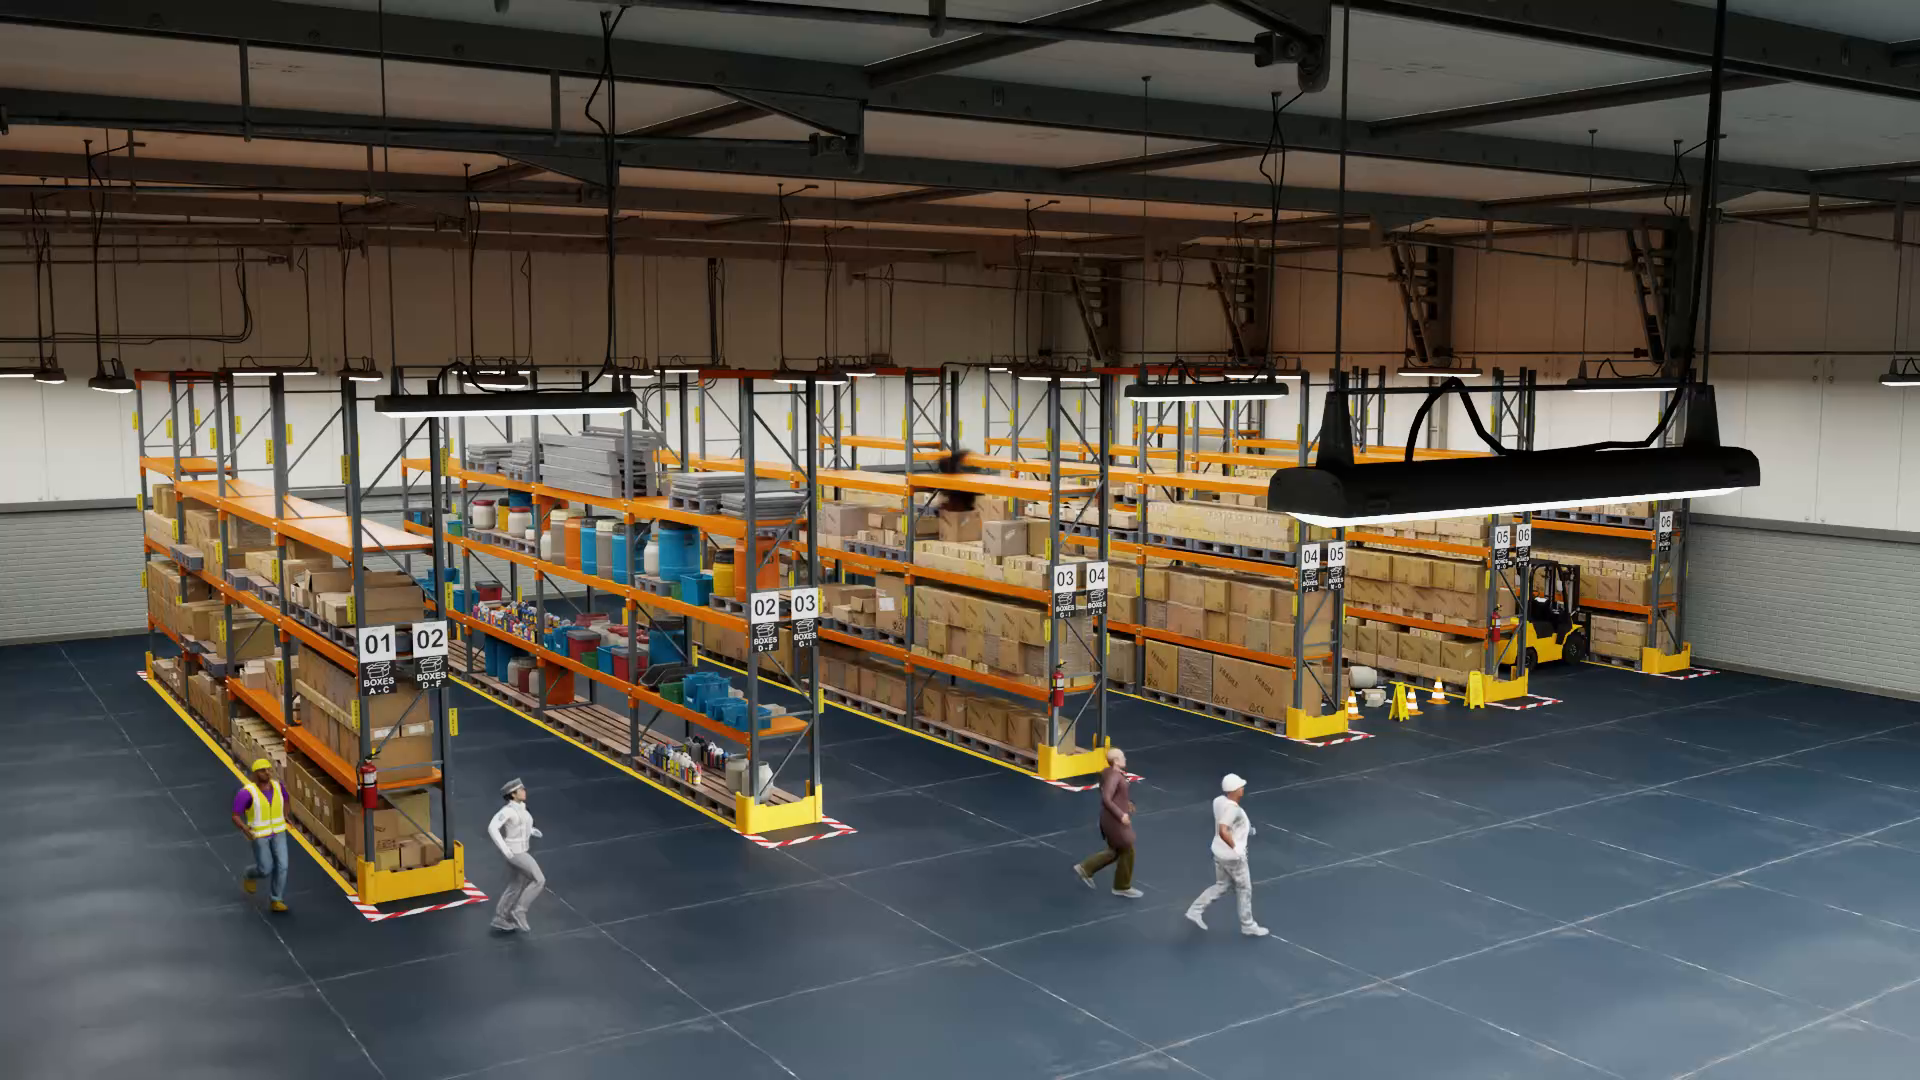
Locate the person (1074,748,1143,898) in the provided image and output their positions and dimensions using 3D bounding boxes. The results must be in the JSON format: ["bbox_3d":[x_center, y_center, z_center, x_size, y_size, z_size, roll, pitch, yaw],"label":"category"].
[{"bbox_3d":[1.738,3.290,19.322,0.808,1.766,0.726,-1,6,-5],"label":"person"}]

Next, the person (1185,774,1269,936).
[{"bbox_3d":[2.905,3.404,17.982,0.913,1.780,0.701,-1,7,-11],"label":"person"}]

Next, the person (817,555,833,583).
[{"bbox_3d":[-3.427,0.734,41.902,0.700,1.789,0.679,-4,8,-34],"label":"person"}]

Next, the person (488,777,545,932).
[{"bbox_3d":[-4.867,3.442,18.285,0.607,1.678,0.607,-1,7,-9],"label":"person"}]

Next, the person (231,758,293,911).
[{"bbox_3d":[-7.903,3.340,18.958,0.737,1.716,0.695,6,9,42],"label":"person"}]
